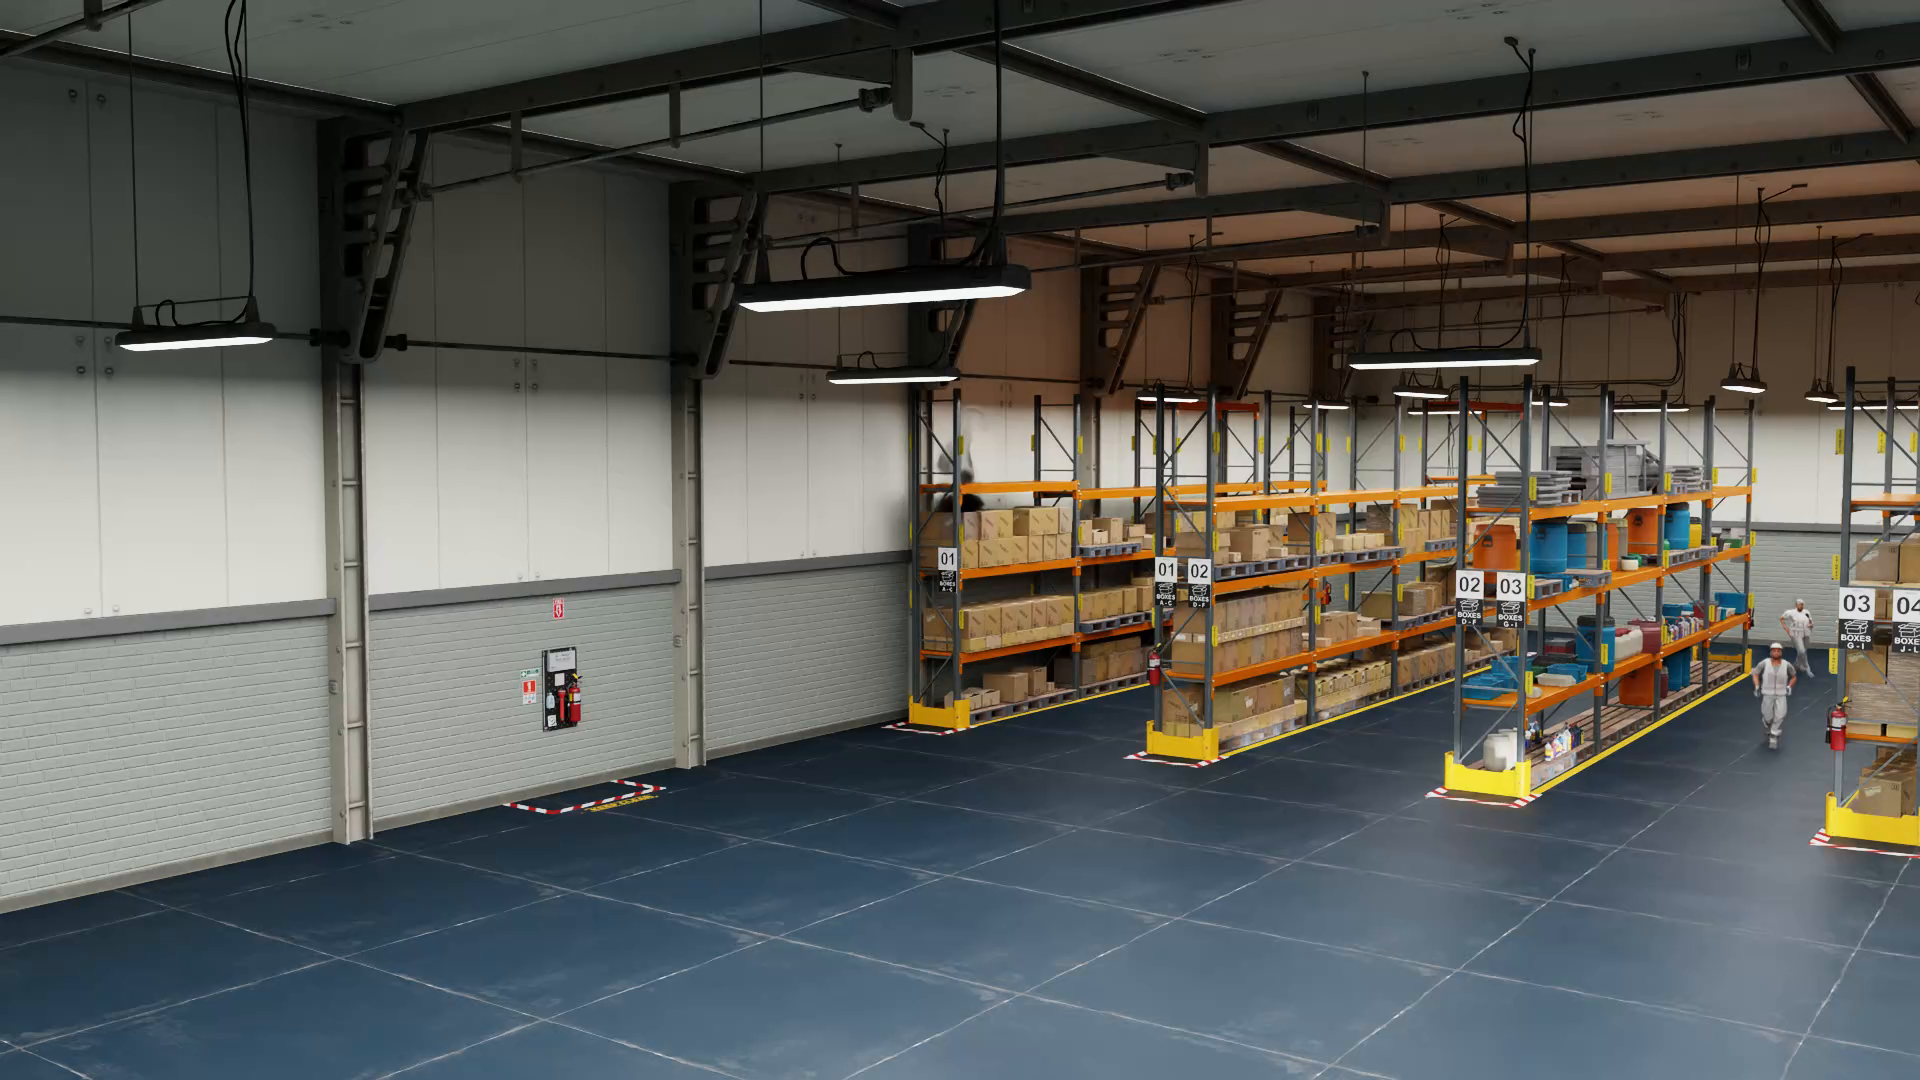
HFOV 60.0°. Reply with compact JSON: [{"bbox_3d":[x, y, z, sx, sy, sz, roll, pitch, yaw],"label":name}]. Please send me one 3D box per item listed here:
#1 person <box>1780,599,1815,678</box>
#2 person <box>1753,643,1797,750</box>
[{"bbox_3d":[18.264,2.105,36.223,0.622,1.675,0.924,0,3,-2],"label":"person"},{"bbox_3d":[13.500,2.568,27.548,0.658,1.743,0.632,1,4,22],"label":"person"}]
